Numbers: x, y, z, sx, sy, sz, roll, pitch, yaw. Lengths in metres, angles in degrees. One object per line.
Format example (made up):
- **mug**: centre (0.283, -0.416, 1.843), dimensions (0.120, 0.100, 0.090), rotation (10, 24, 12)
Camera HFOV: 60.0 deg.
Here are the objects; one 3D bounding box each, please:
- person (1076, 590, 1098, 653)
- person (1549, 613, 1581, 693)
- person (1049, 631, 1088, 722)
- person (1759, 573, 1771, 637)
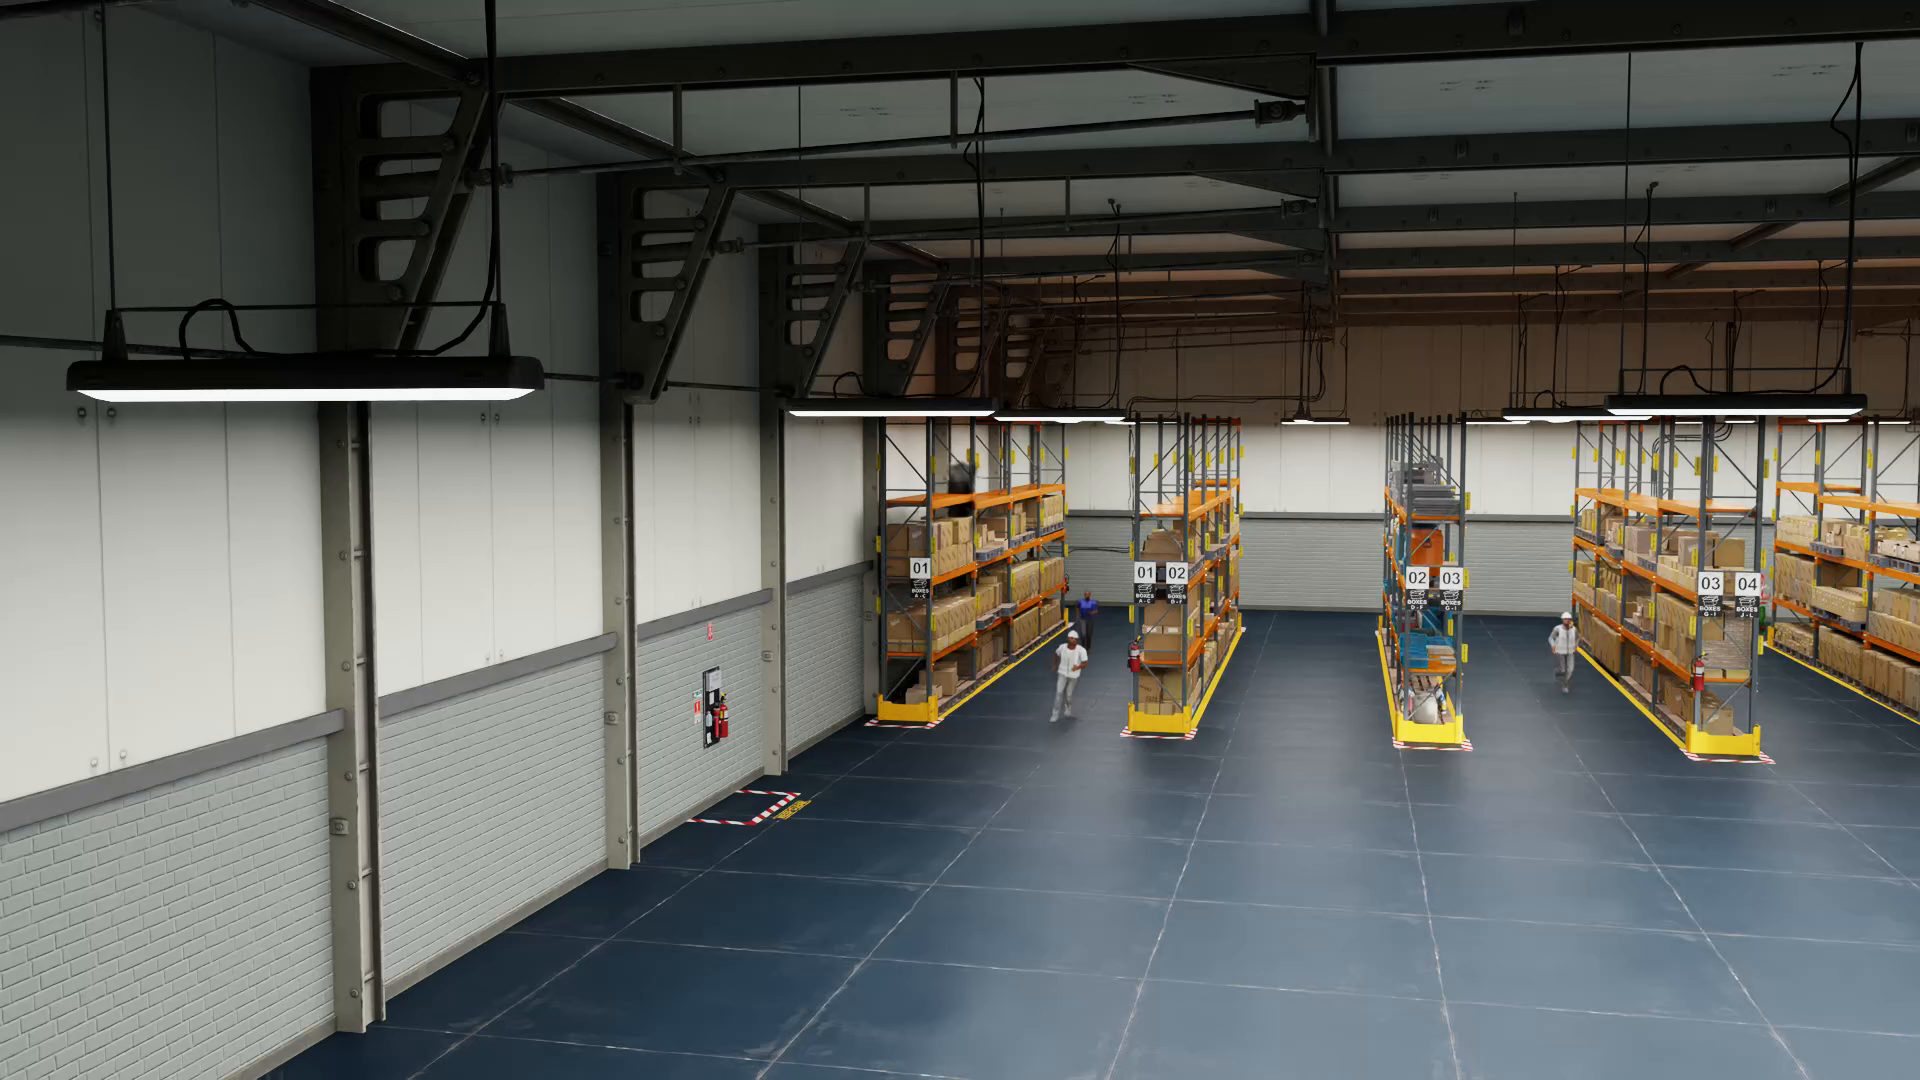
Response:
- **person**: centre (3.167, 2.090, 41.492), dimensions (0.533, 1.715, 0.832), rotation (0, 4, 1)
- **person**: centre (13.147, 2.430, 36.167), dimensions (0.667, 1.731, 0.622), rotation (0, 4, -1)
- **person**: centre (2.130, 2.621, 32.407), dimensions (0.737, 1.723, 0.967), rotation (1, 4, 11)
- **person**: centre (21.634, 1.774, 45.097), dimensions (0.656, 1.742, 0.637), rotation (-4, 5, -43)
